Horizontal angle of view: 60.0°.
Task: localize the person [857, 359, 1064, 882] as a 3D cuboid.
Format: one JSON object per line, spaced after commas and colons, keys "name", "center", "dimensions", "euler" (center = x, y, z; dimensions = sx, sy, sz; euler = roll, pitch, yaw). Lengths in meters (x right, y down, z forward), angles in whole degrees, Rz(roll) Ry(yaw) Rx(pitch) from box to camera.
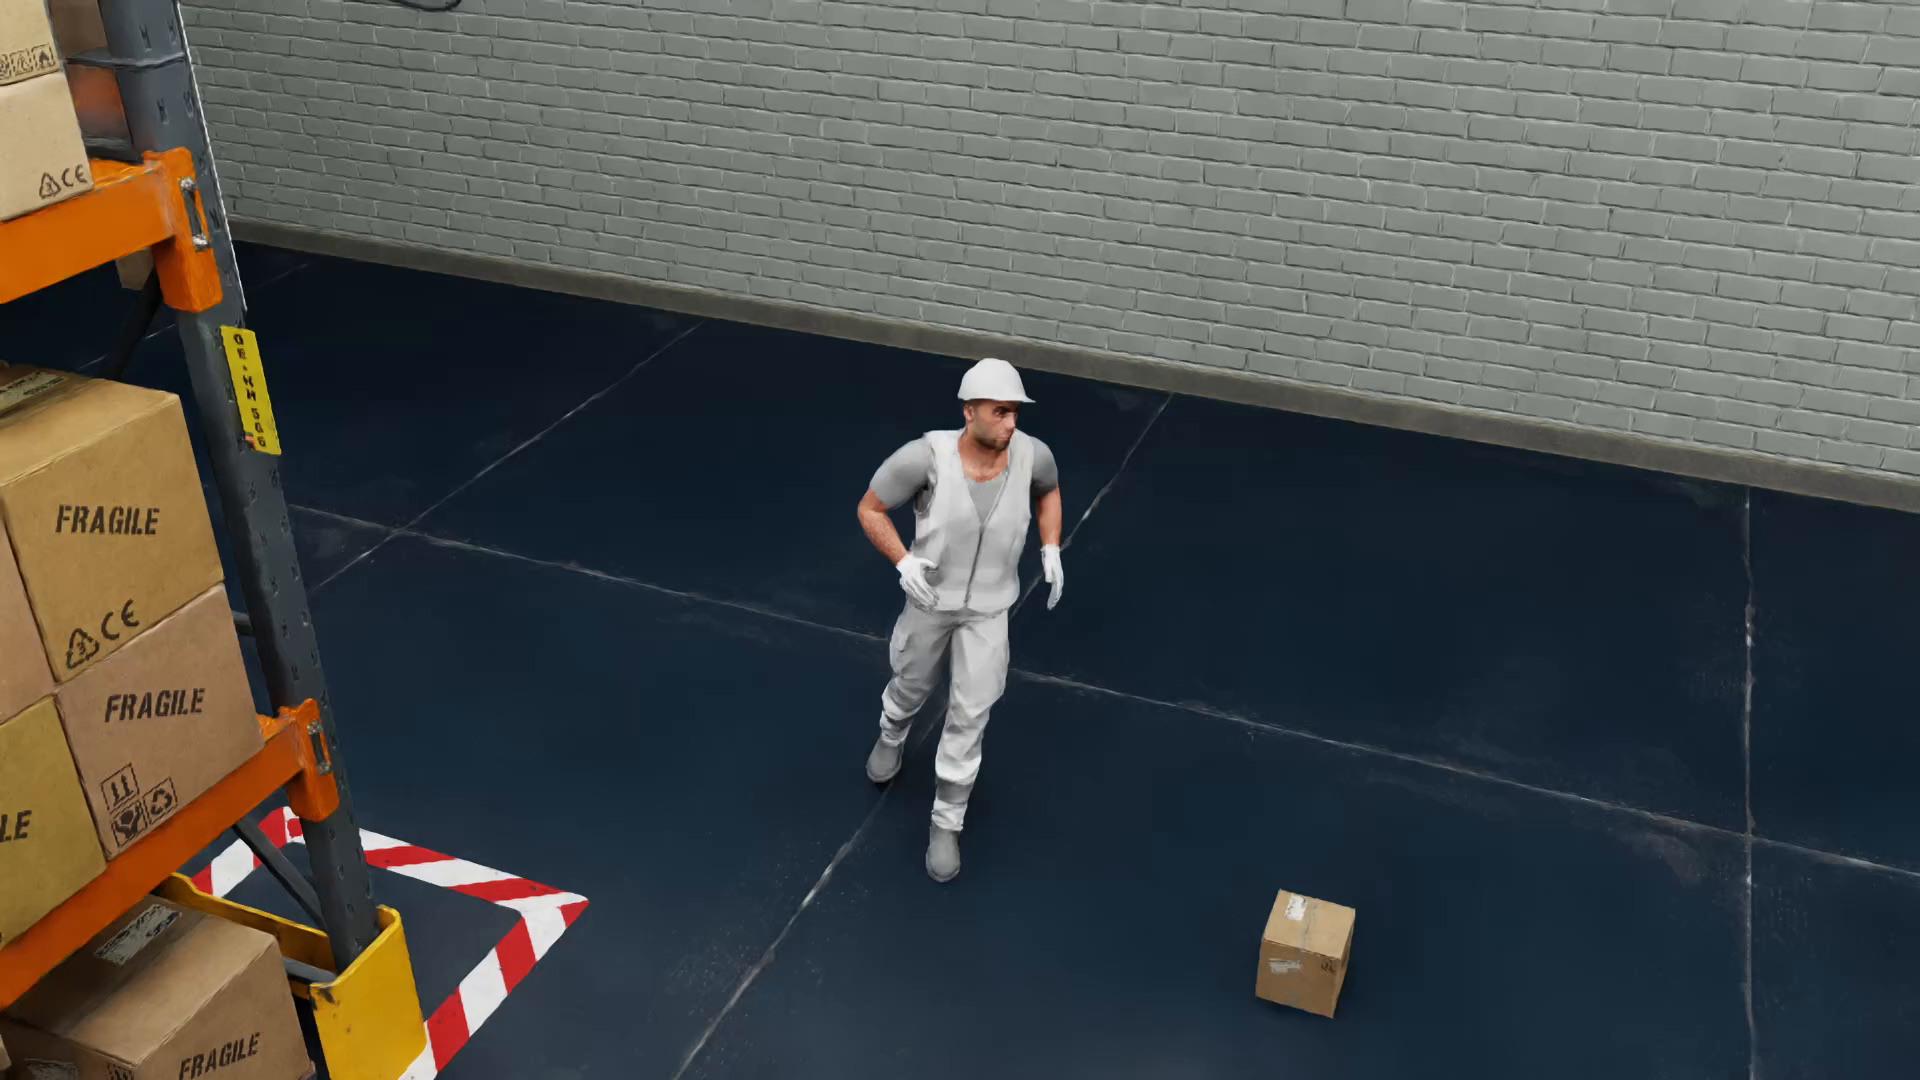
{"name": "person", "center": [0.022, 0.218, 5.700], "dimensions": [0.719, 1.770, 0.822], "euler": [-5, 30, -8]}
